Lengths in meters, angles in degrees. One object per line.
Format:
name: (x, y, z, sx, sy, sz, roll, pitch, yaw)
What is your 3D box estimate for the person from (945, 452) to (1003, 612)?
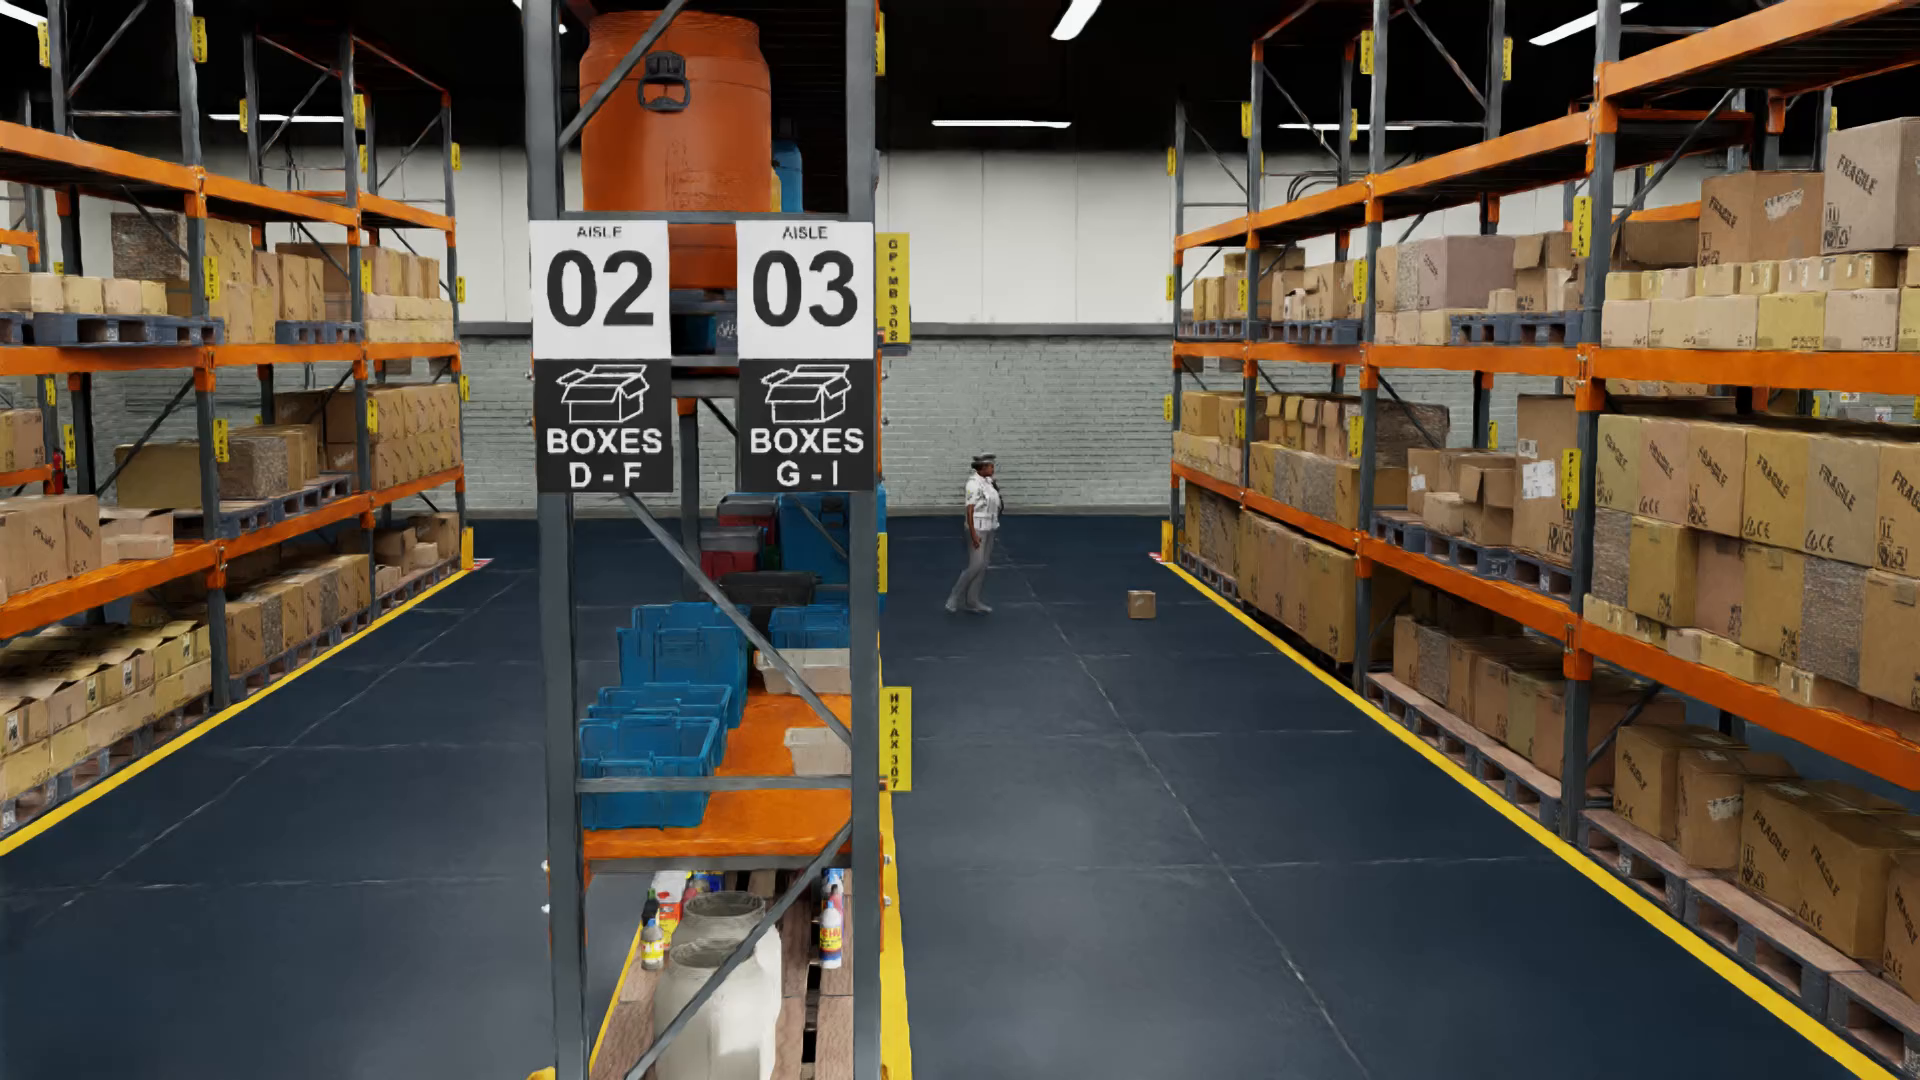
person: (0.139, -0.074, 17.221, 0.450, 1.656, 0.637, 4, 8, 32)
